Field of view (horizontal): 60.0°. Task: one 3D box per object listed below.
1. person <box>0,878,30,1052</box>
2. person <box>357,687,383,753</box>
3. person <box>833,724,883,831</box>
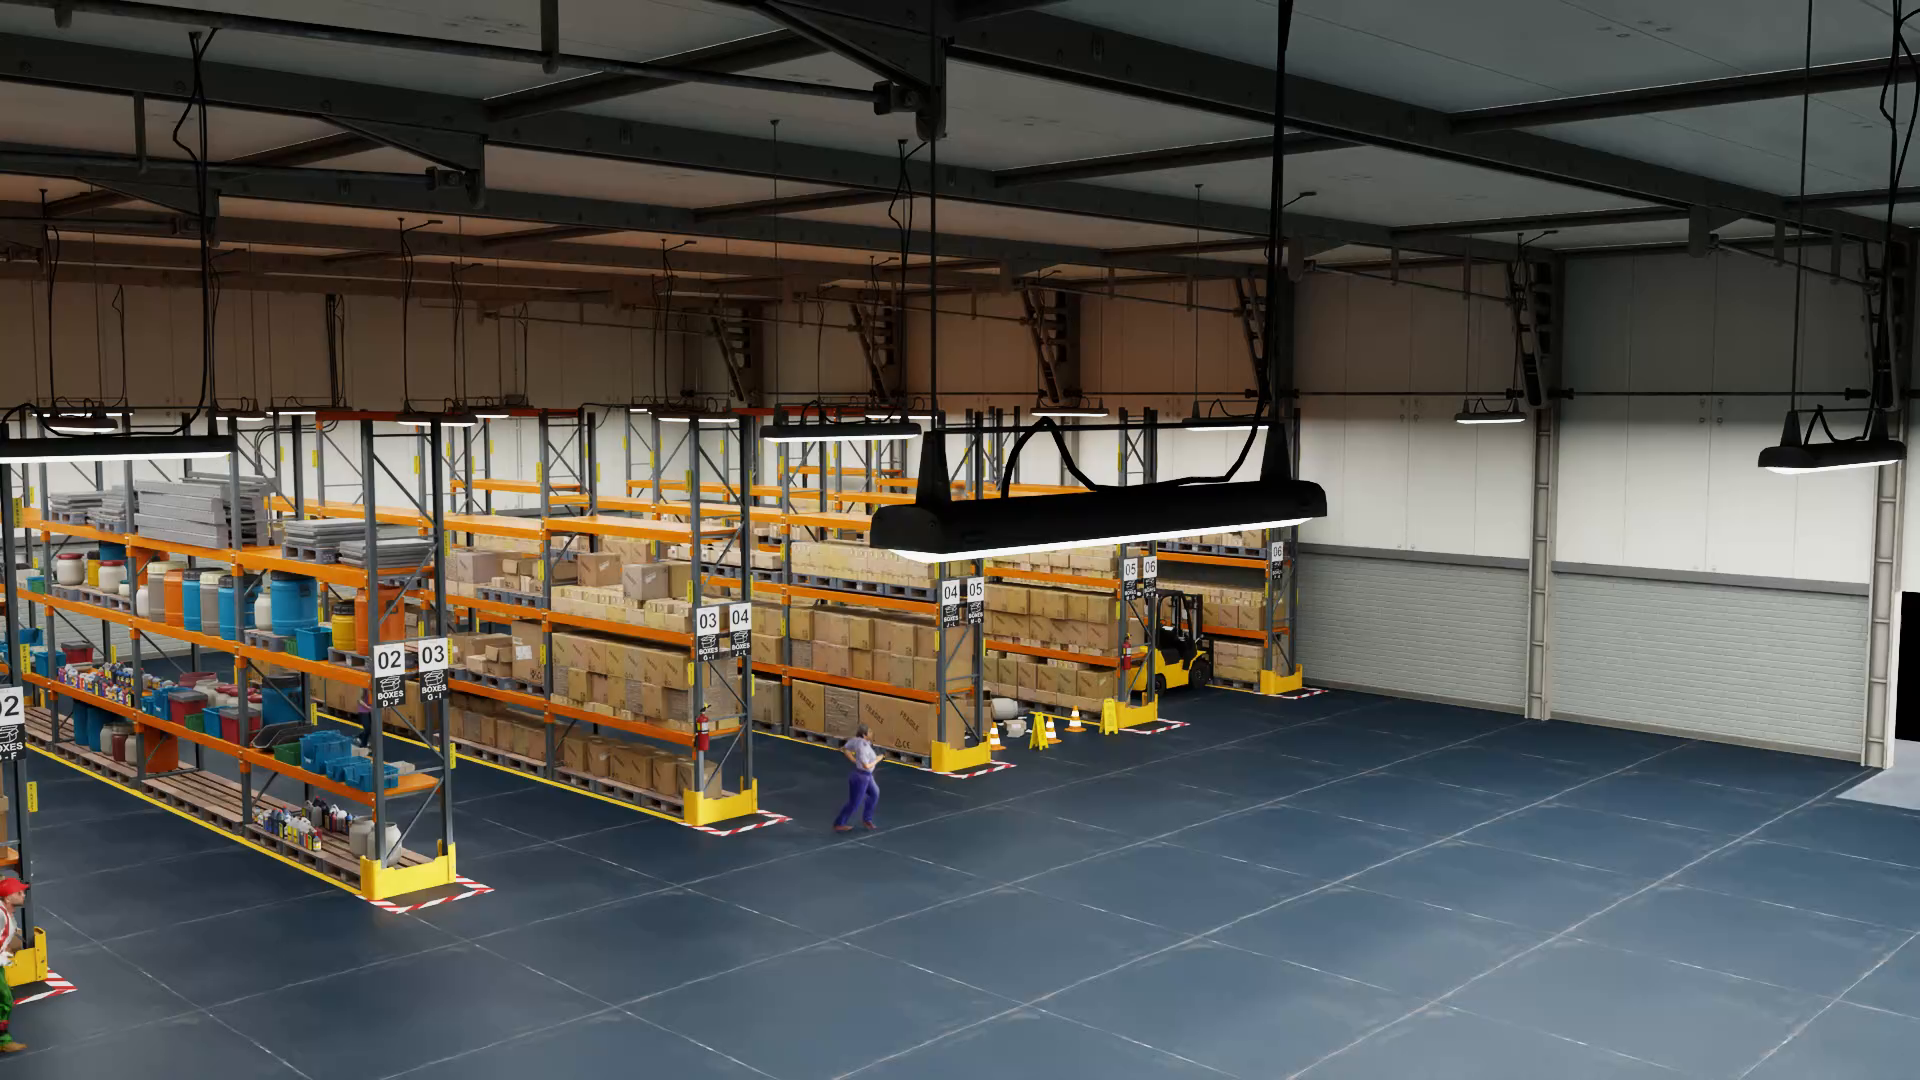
[{"bbox_3d":[-9.319,4.091,15.878,0.839,1.721,0.654,-1,5,-10],"label":"person"},{"bbox_3d":[-10.413,3.007,29.196,0.707,1.495,0.518,3,6,32],"label":"person"},{"bbox_3d":[-1.461,3.438,23.755,0.713,1.645,0.702,-1,5,-8],"label":"person"}]
